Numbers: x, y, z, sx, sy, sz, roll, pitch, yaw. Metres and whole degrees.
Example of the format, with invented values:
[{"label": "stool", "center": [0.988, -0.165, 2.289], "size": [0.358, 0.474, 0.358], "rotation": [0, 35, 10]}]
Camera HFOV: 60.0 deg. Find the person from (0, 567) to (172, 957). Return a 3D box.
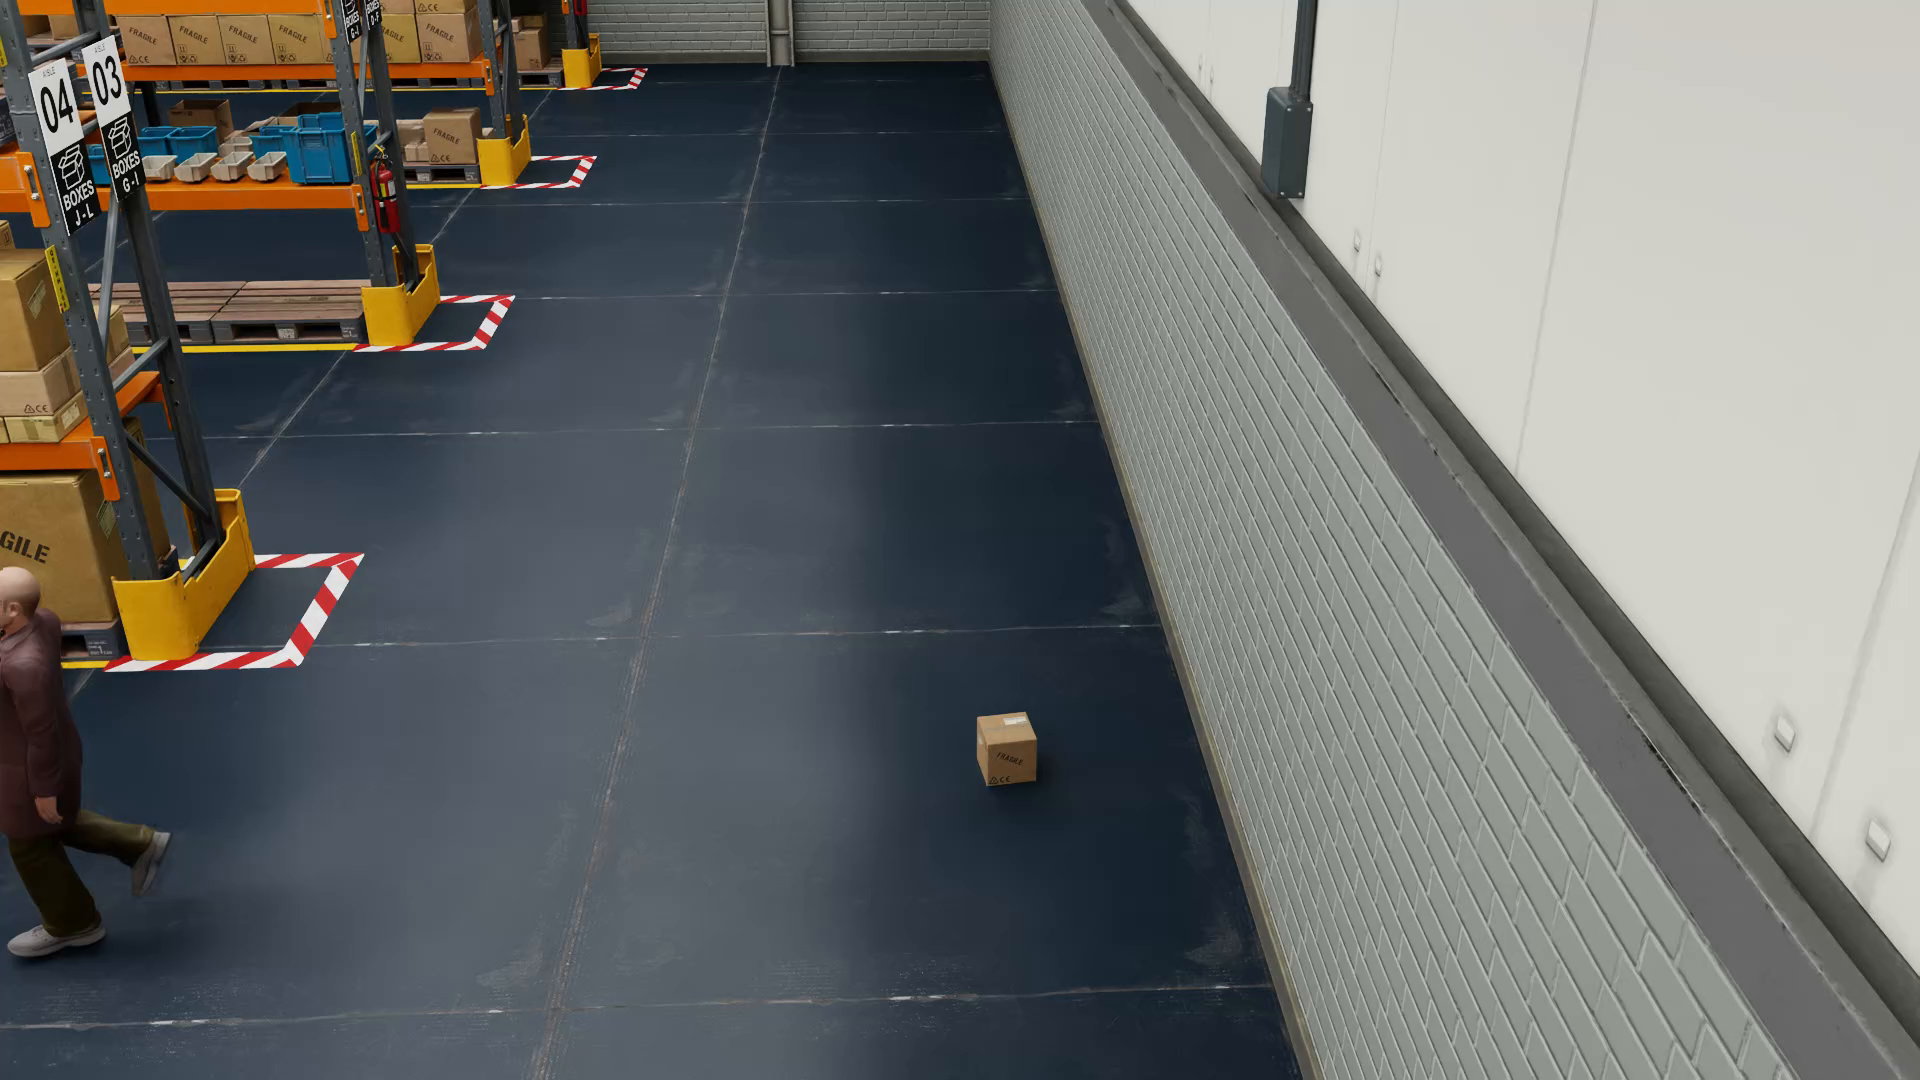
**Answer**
[{"label": "person", "center": [-3.740, 0.901, 6.839], "size": [0.689, 1.762, 0.582], "rotation": [-8, 28, -16]}]
